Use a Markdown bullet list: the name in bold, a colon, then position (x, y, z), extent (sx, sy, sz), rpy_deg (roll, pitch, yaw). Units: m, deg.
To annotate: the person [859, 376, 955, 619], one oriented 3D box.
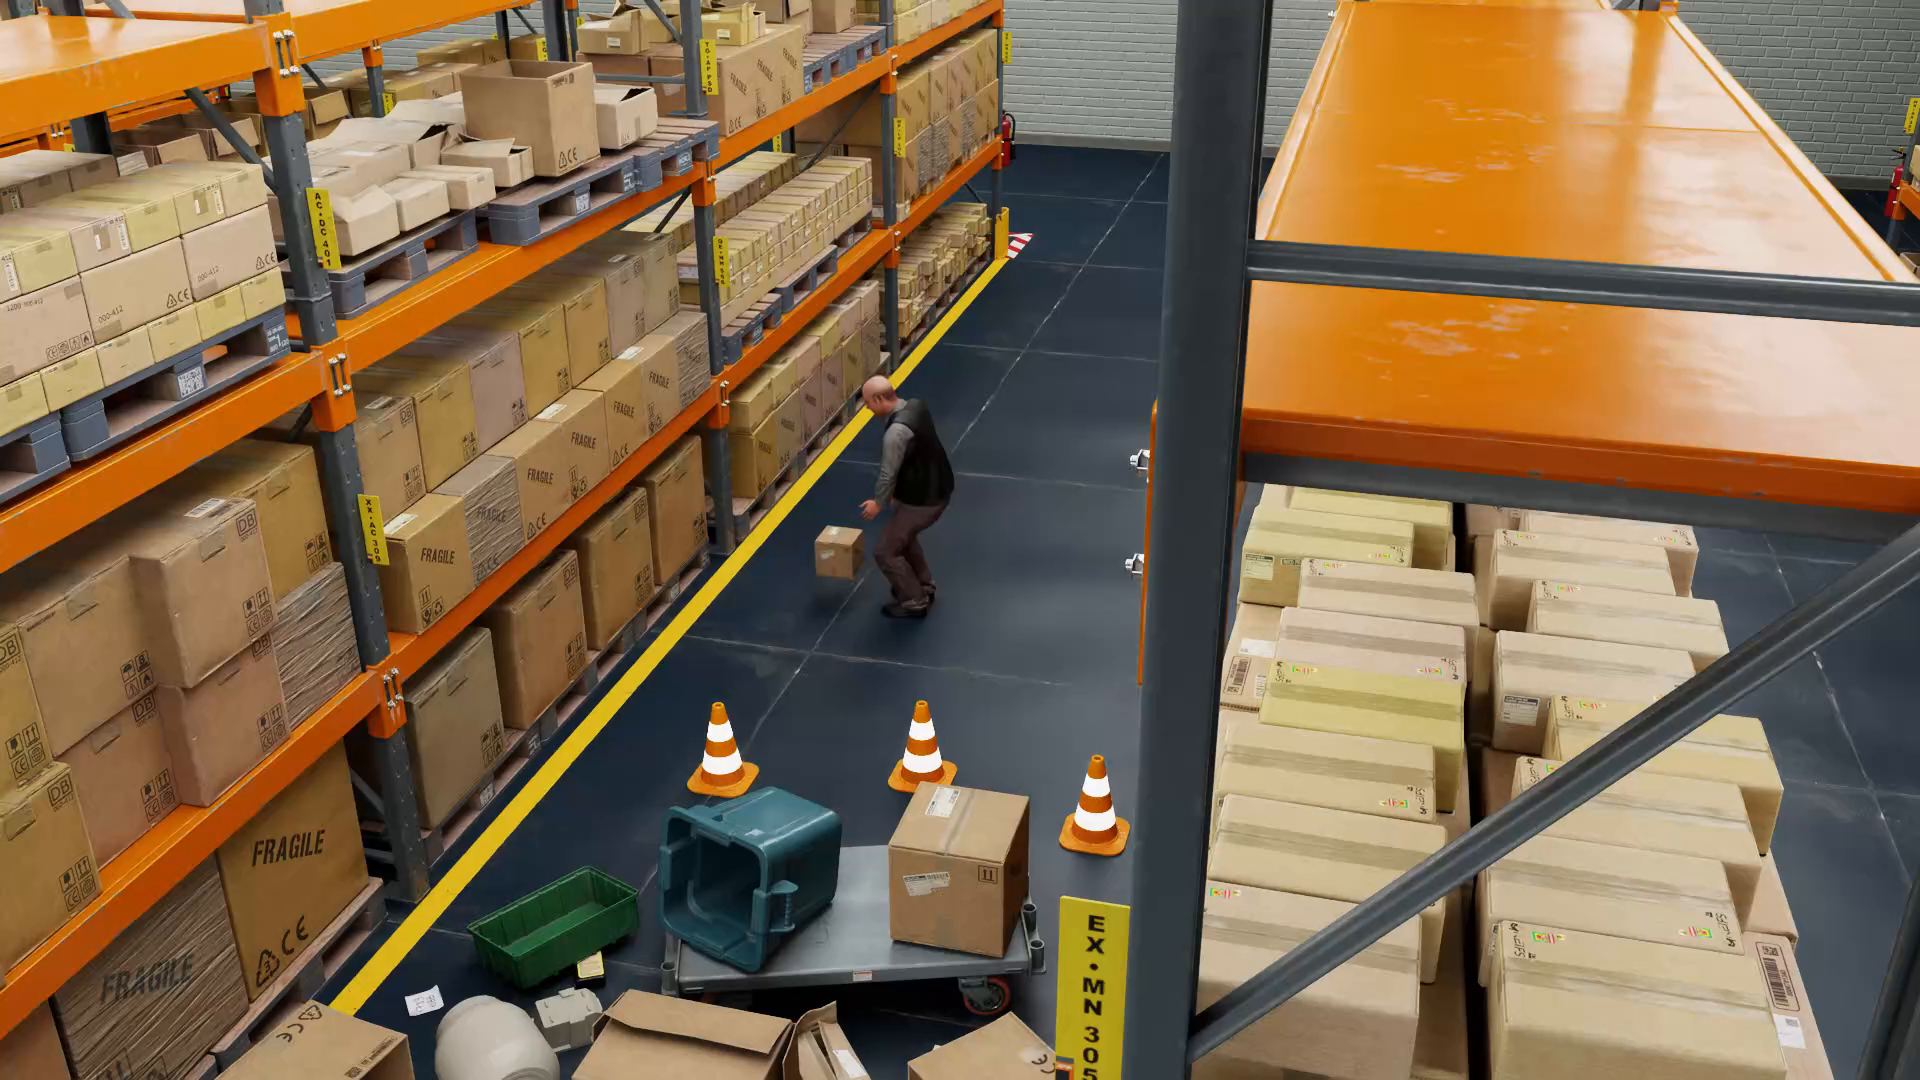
- **person**: position (-0.331, -0.269, 10.491), extent (0.555, 1.581, 0.581), rpy_deg (7, 26, 14)
